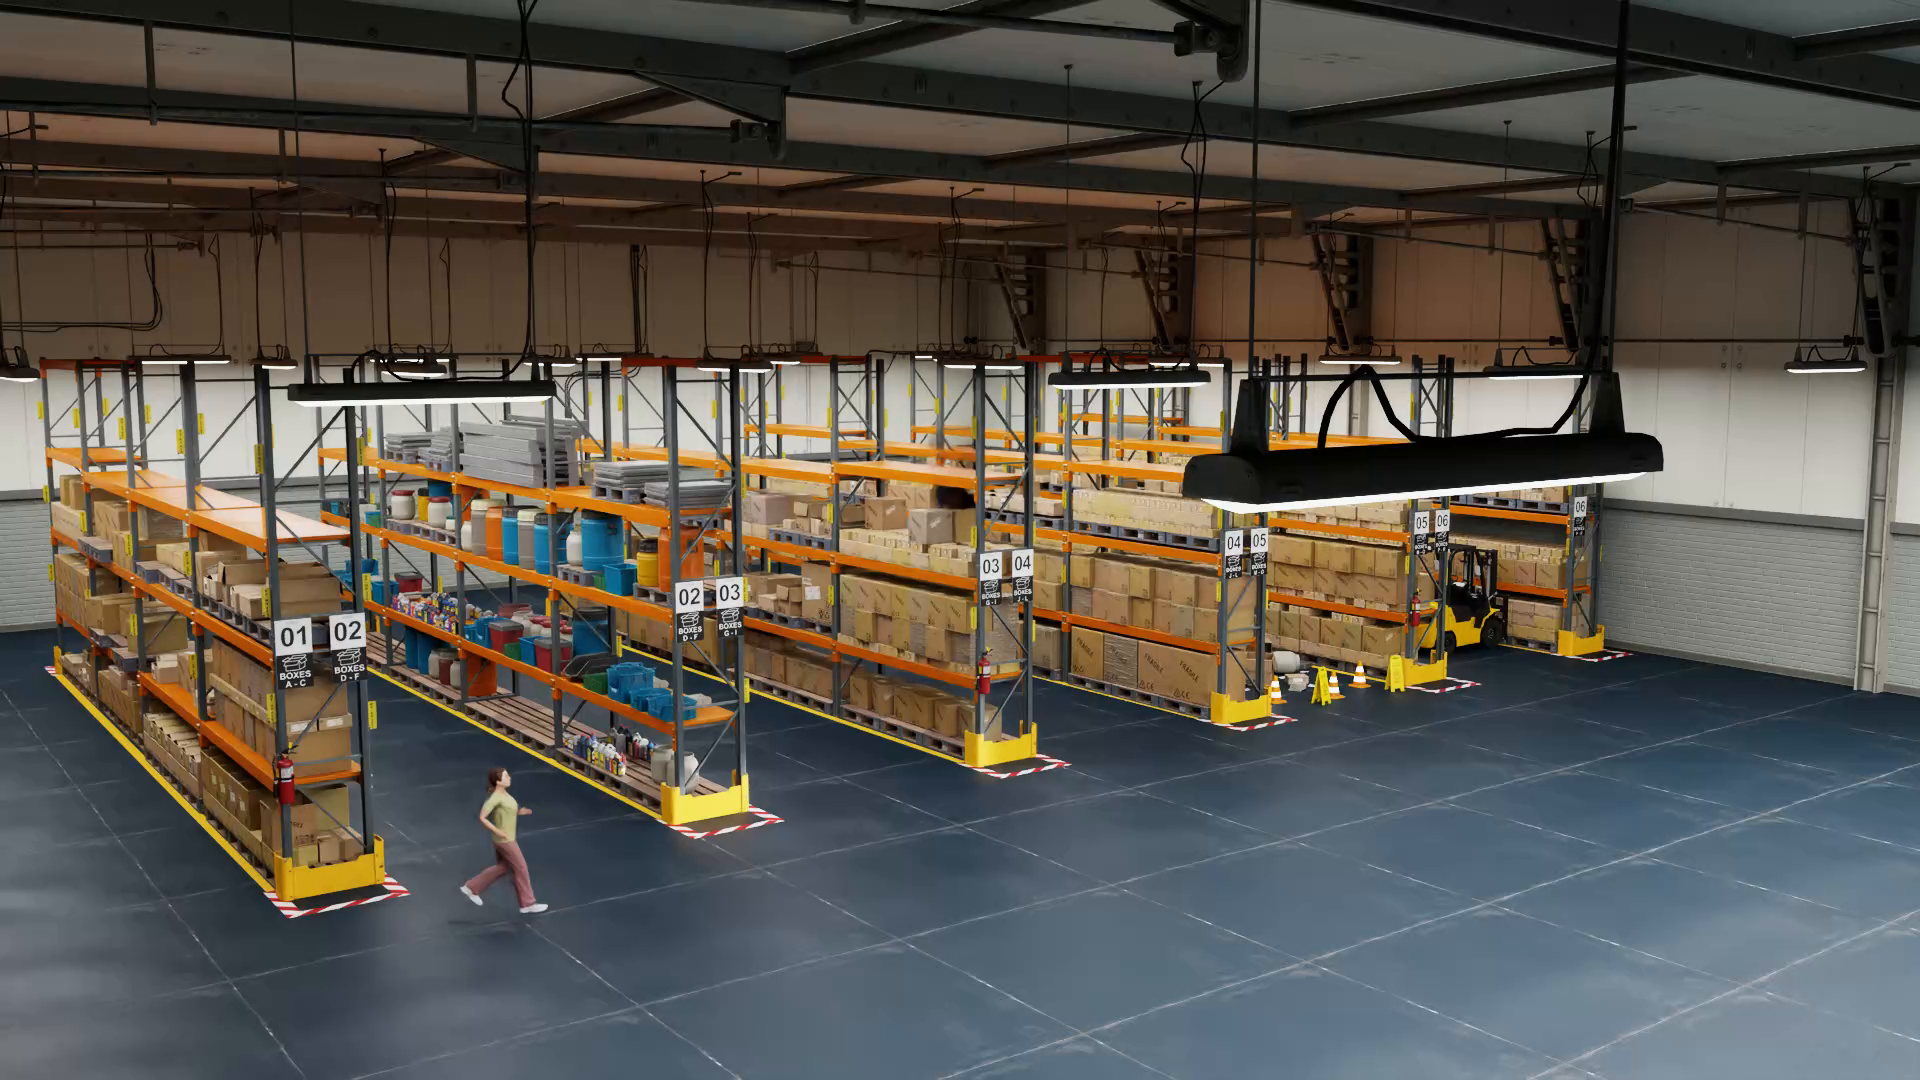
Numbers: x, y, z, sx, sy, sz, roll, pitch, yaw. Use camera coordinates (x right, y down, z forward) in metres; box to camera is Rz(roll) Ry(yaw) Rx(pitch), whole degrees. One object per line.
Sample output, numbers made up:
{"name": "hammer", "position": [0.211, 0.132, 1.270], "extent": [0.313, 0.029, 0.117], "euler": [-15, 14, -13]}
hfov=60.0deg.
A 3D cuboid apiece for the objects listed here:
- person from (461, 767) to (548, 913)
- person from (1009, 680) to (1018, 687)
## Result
{"name": "person", "position": [-5.043, 3.302, 18.316], "extent": [0.939, 1.645, 0.584], "euler": [-1, 7, -10]}
{"name": "person", "position": [0.698, 1.783, 30.697], "extent": [0.636, 1.768, 0.859], "euler": [-6, 9, -39]}
